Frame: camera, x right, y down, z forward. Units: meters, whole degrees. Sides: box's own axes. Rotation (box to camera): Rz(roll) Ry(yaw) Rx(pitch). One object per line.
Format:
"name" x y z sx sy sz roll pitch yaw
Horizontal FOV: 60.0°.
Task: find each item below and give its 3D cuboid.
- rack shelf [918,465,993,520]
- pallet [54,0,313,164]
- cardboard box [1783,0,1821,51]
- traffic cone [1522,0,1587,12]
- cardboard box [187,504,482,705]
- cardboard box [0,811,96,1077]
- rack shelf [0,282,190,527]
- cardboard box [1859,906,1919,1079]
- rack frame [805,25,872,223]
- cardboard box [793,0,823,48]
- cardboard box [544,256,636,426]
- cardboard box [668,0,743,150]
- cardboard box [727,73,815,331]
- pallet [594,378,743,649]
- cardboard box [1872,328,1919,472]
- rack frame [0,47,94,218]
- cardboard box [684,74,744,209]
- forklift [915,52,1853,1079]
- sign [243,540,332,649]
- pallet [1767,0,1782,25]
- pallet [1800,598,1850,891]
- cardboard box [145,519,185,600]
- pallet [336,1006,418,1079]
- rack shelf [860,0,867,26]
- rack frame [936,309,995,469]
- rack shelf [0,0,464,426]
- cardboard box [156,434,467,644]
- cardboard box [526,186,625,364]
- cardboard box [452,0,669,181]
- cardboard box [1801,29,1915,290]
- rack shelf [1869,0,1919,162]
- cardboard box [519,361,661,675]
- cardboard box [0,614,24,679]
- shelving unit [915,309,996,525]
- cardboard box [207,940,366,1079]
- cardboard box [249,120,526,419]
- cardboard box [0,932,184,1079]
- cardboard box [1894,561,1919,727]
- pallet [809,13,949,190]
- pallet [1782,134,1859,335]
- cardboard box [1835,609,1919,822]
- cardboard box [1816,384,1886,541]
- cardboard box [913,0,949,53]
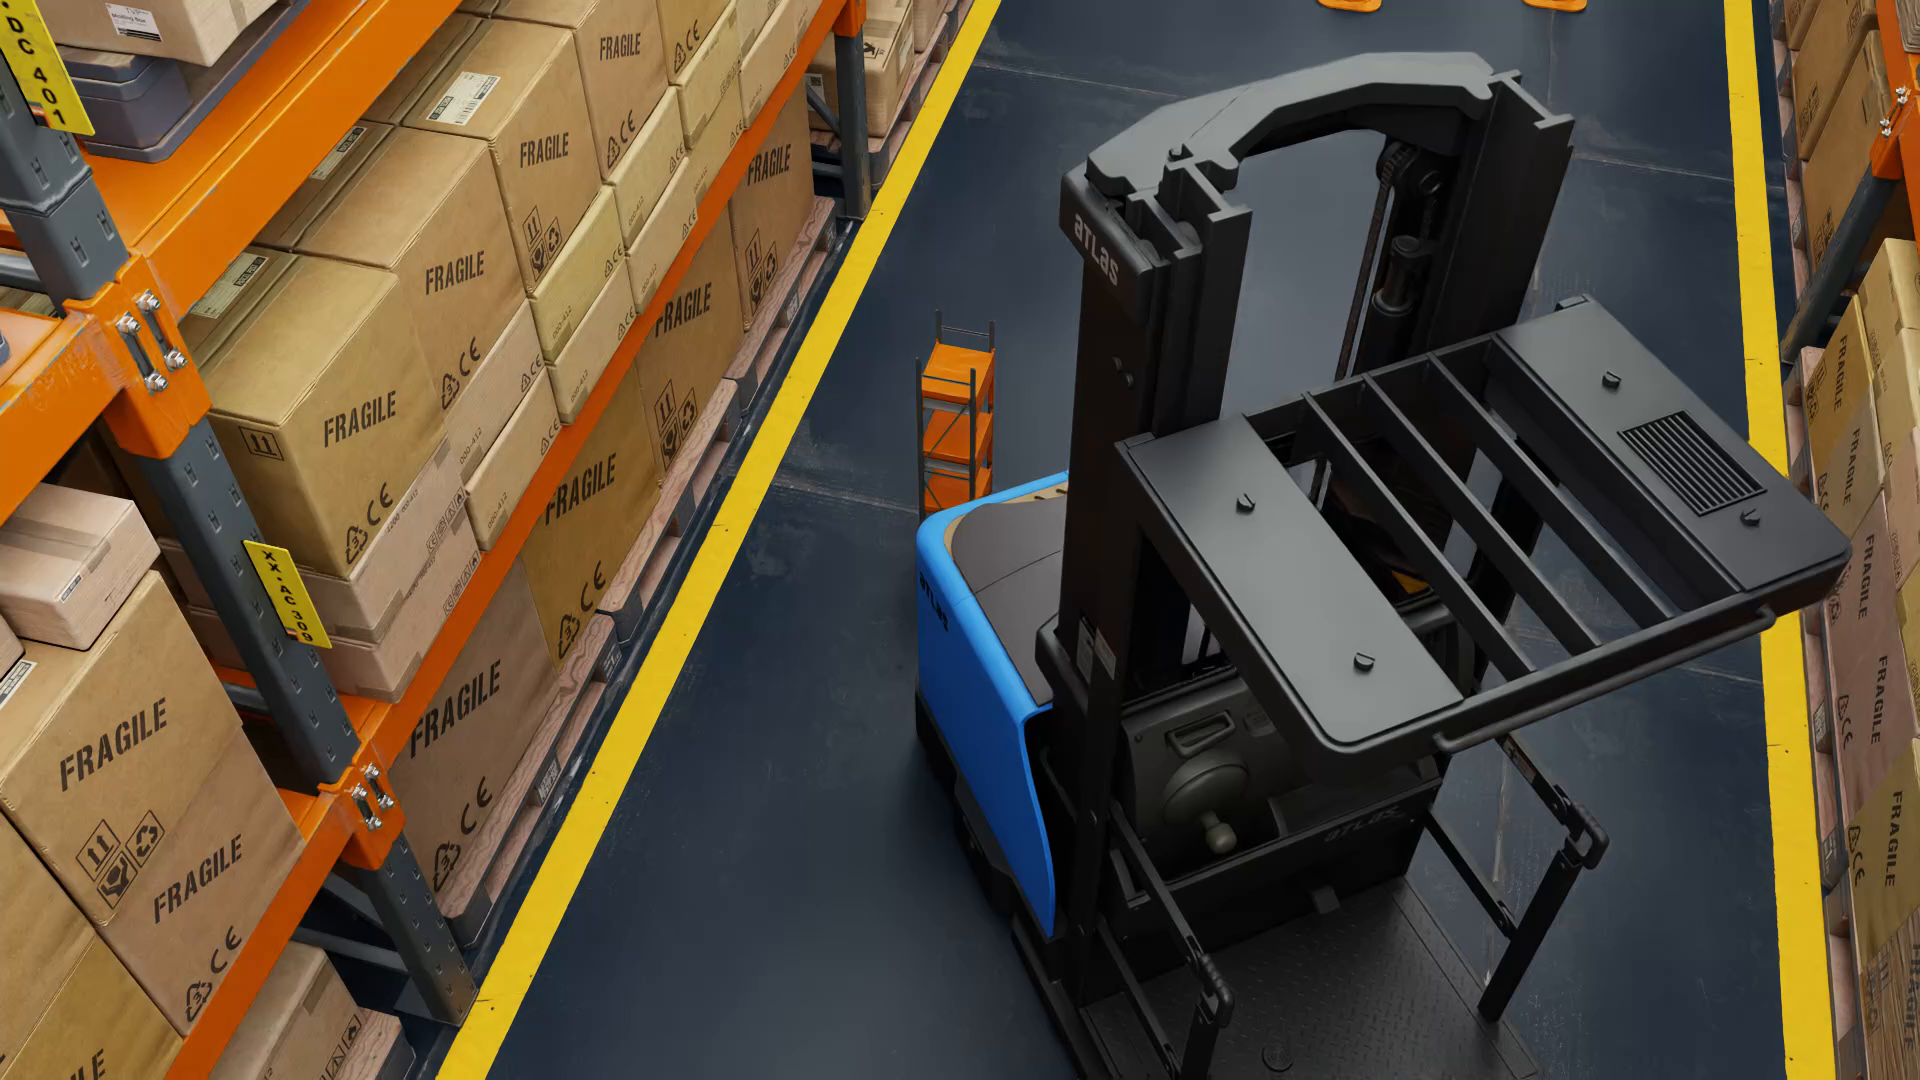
"rack shelf" -0.014 -0.118 6.039 0.215 0.259 0.240 12 50 10
"pallet" -1.760 -1.279 3.505 0.805 0.209 1.217 10 49 9
"cardboard box" 4.620 -2.791 7.933 1.050 0.750 0.750 12 50 10
"traffic cone" 3.144 -3.048 8.632 0.336 0.463 0.334 12 50 10
"cardboard box" -1.583 0.106 4.255 0.500 0.250 0.500 11 49 9
"cardboard box" -1.953 0.720 2.880 0.500 0.500 0.500 11 49 9
"rack shelf" -2.480 1.015 1.833 1.077 0.370 4.000 12 50 10
"cardboard box" 2.800 1.330 4.463 0.500 0.500 0.500 11 49 9
"rack frame" -0.901 -2.570 6.518 1.000 3.000 0.127 12 50 10
"cardboard box" -0.784 -2.104 6.206 0.500 0.250 0.500 10 49 9
"cardboard box" -1.298 -0.636 4.910 0.500 0.250 0.500 11 50 10
"cardboard box" -1.030 -1.540 5.375 0.500 0.250 0.500 10 49 9
"cardboard box" -1.163 -1.523 6.731 0.875 0.875 0.875 11 50 10
"pallet" -1.504 -0.213 6.297 1.003 0.211 1.213 12 50 10
"cardboard box" 3.353 -0.409 5.497 0.500 0.250 0.500 11 49 10
"rack frame" -1.954 -1.662 1.715 1.000 3.000 0.127 12 50 10
"cardboard box" -1.051 -1.370 5.559 0.500 0.250 0.500 11 50 10
"forklift" 0.904 0.548 3.812 1.130 2.935 3.031 -18 51 -15
"sign" -1.418 0.119 3.514 0.100 0.325 0.005 12 50 10
"pallet" 4.823 -3.064 8.814 1.003 0.211 1.213 12 50 10
"pallet" 3.371 0.701 5.491 1.003 0.211 1.213 12 50 10
"cardboard box" -2.072 -0.160 4.157 0.500 0.250 0.500 12 50 10
"pallet" -2.230 1.780 4.538 1.003 0.211 1.213 12 50 10
"rack shelf" -0.375 -3.779 8.064 1.077 0.370 4.000 12 50 10
"rack frame" 0.018 -0.397 5.900 0.200 1.050 0.008 12 50 10
"rack shelf" -1.428 -1.878 4.386 1.077 0.370 4.000 12 50 10
"cardboard box" -1.566 -0.055 4.065 0.500 0.250 0.500 10 49 9
"cardboard box" -1.297 -0.798 4.720 0.500 0.250 0.500 12 50 11
"cardboard box" -1.189 -1.413 4.763 0.500 0.500 0.500 11 49 9
"cardboard box" 4.148 -1.484 6.779 1.050 0.750 0.750 11 49 10
"rack shelf" 4.427 -2.875 7.267 1.077 0.370 4.000 12 50 10
"cardboard box" -1.638 -0.232 5.591 0.875 0.875 0.875 13 50 11
"cardboard box" -1.902 0.199 2.907 0.380 0.149 0.250 13 50 11
"shelving unit" -0.014 -0.309 5.822 0.215 1.050 0.252 12 50 10
"cardboard box" -2.223 1.465 4.385 0.875 0.438 0.875 11 49 9
"cardboard box" -1.454 -0.676 4.112 0.500 0.500 0.500 11 50 10
"cardboard box" -1.959 1.049 3.257 0.500 0.500 0.500 10 49 9
"cardboard box" 3.074 0.324 4.851 0.500 0.250 0.500 10 49 8
"pallet" -0.694 -2.213 8.062 1.003 0.211 1.213 12 50 10
"pallet" 4.181 -1.299 7.256 1.003 0.211 1.213 12 50 10
"cardboard box" 3.075 0.589 5.117 0.500 0.500 0.500 11 49 9
"cardboard box" 3.340 -0.153 5.771 0.500 0.500 0.500 12 50 10
"cardboard box" -0.556 -2.782 8.177 0.950 0.372 0.625 11 49 9
